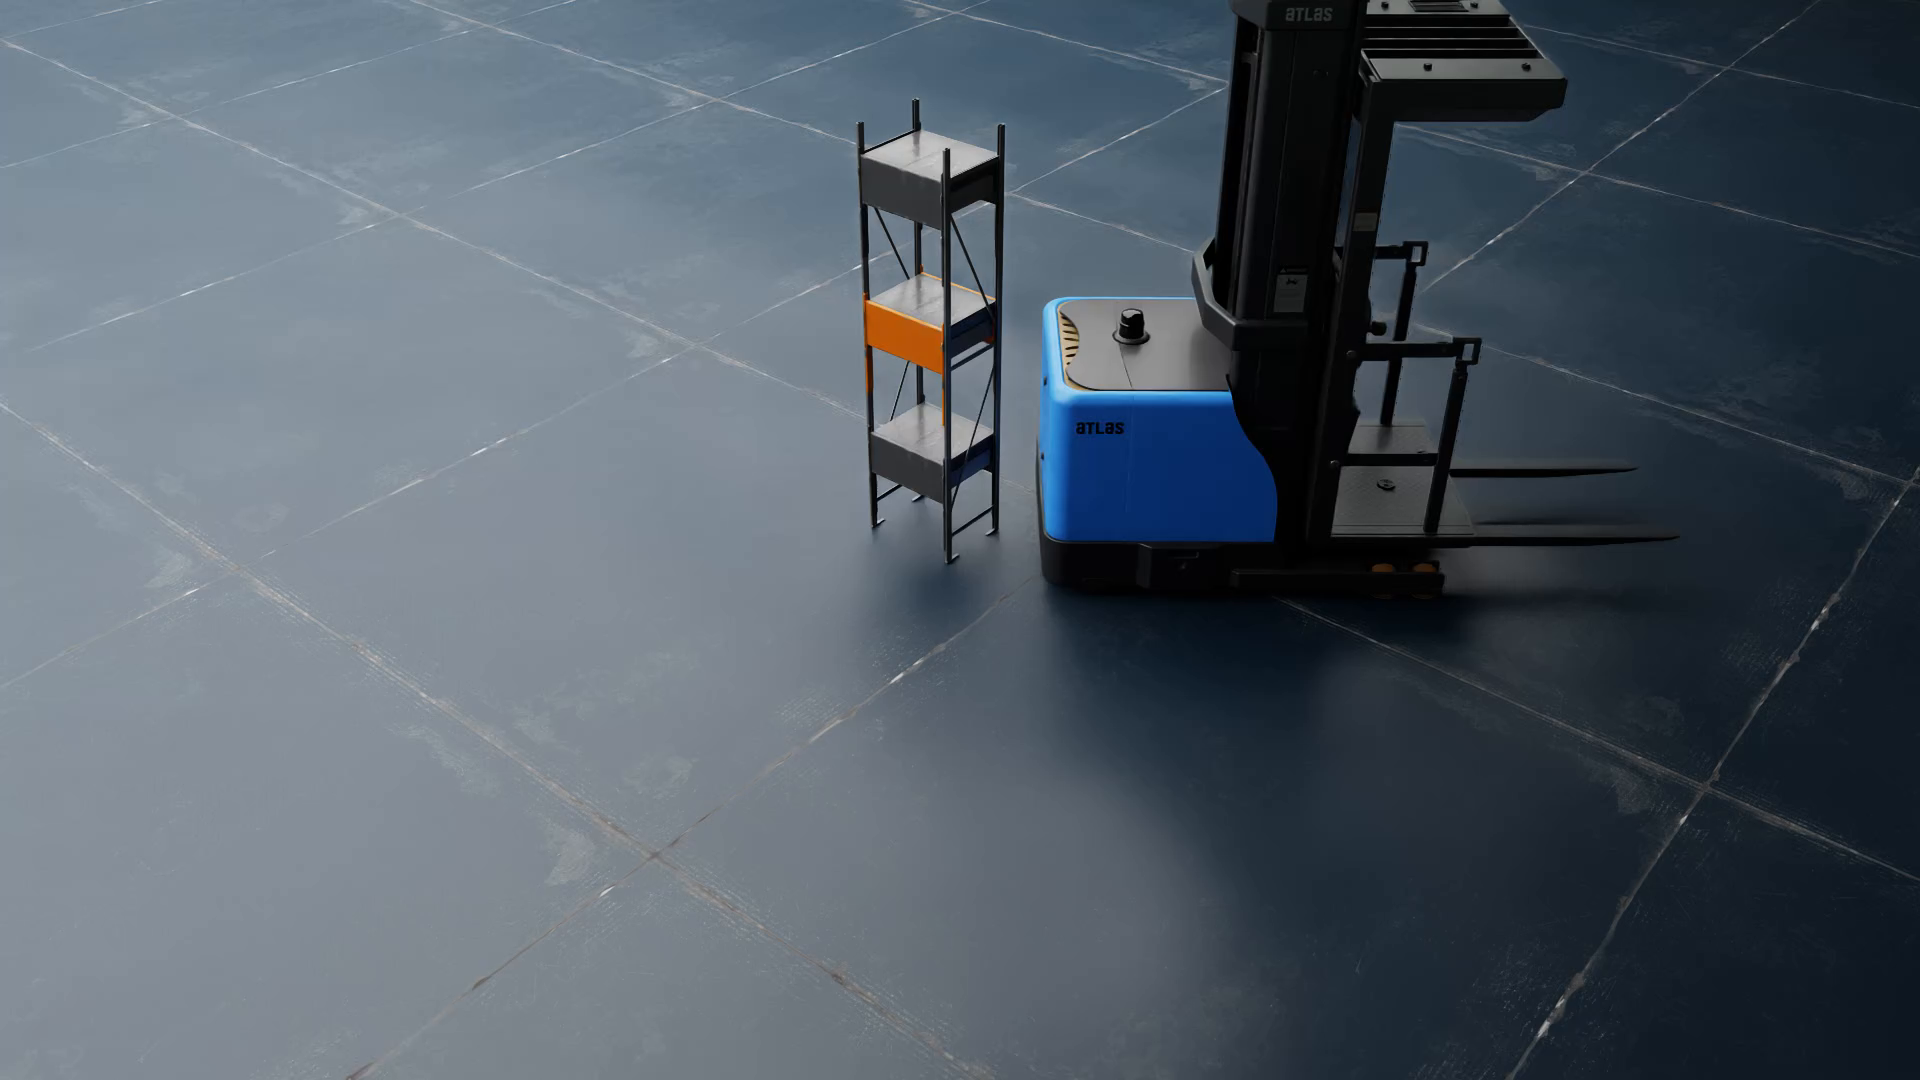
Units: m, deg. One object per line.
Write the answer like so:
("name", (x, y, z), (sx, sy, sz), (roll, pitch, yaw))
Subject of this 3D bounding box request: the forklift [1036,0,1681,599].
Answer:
("forklift", (1.905, -1.233, 7.456), (3.031, 2.935, 1.130), (0, 34, 0))

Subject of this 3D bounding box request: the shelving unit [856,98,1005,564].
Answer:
("shelving unit", (-0.127, -0.926, 7.743), (0.503, 2.100, 0.431), (25, 42, 32))

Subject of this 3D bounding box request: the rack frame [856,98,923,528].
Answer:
("rack frame", (-0.315, -1.014, 7.872), (0.015, 2.100, 0.400), (25, 42, 32))

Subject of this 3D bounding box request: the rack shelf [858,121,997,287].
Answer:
("rack shelf", (-0.127, -1.491, 7.354), (0.480, 0.518, 0.431), (25, 42, 32))

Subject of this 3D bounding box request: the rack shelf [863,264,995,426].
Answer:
("rack shelf", (-0.127, -0.914, 7.751), (0.480, 0.518, 0.431), (25, 42, 32))

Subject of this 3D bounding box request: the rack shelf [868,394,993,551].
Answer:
("rack shelf", (-0.127, -0.337, 8.147), (0.480, 0.518, 0.431), (25, 42, 32))

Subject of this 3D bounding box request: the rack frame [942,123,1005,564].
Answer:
("rack frame", (0.060, -0.837, 7.614), (0.015, 2.100, 0.400), (25, 42, 32))
